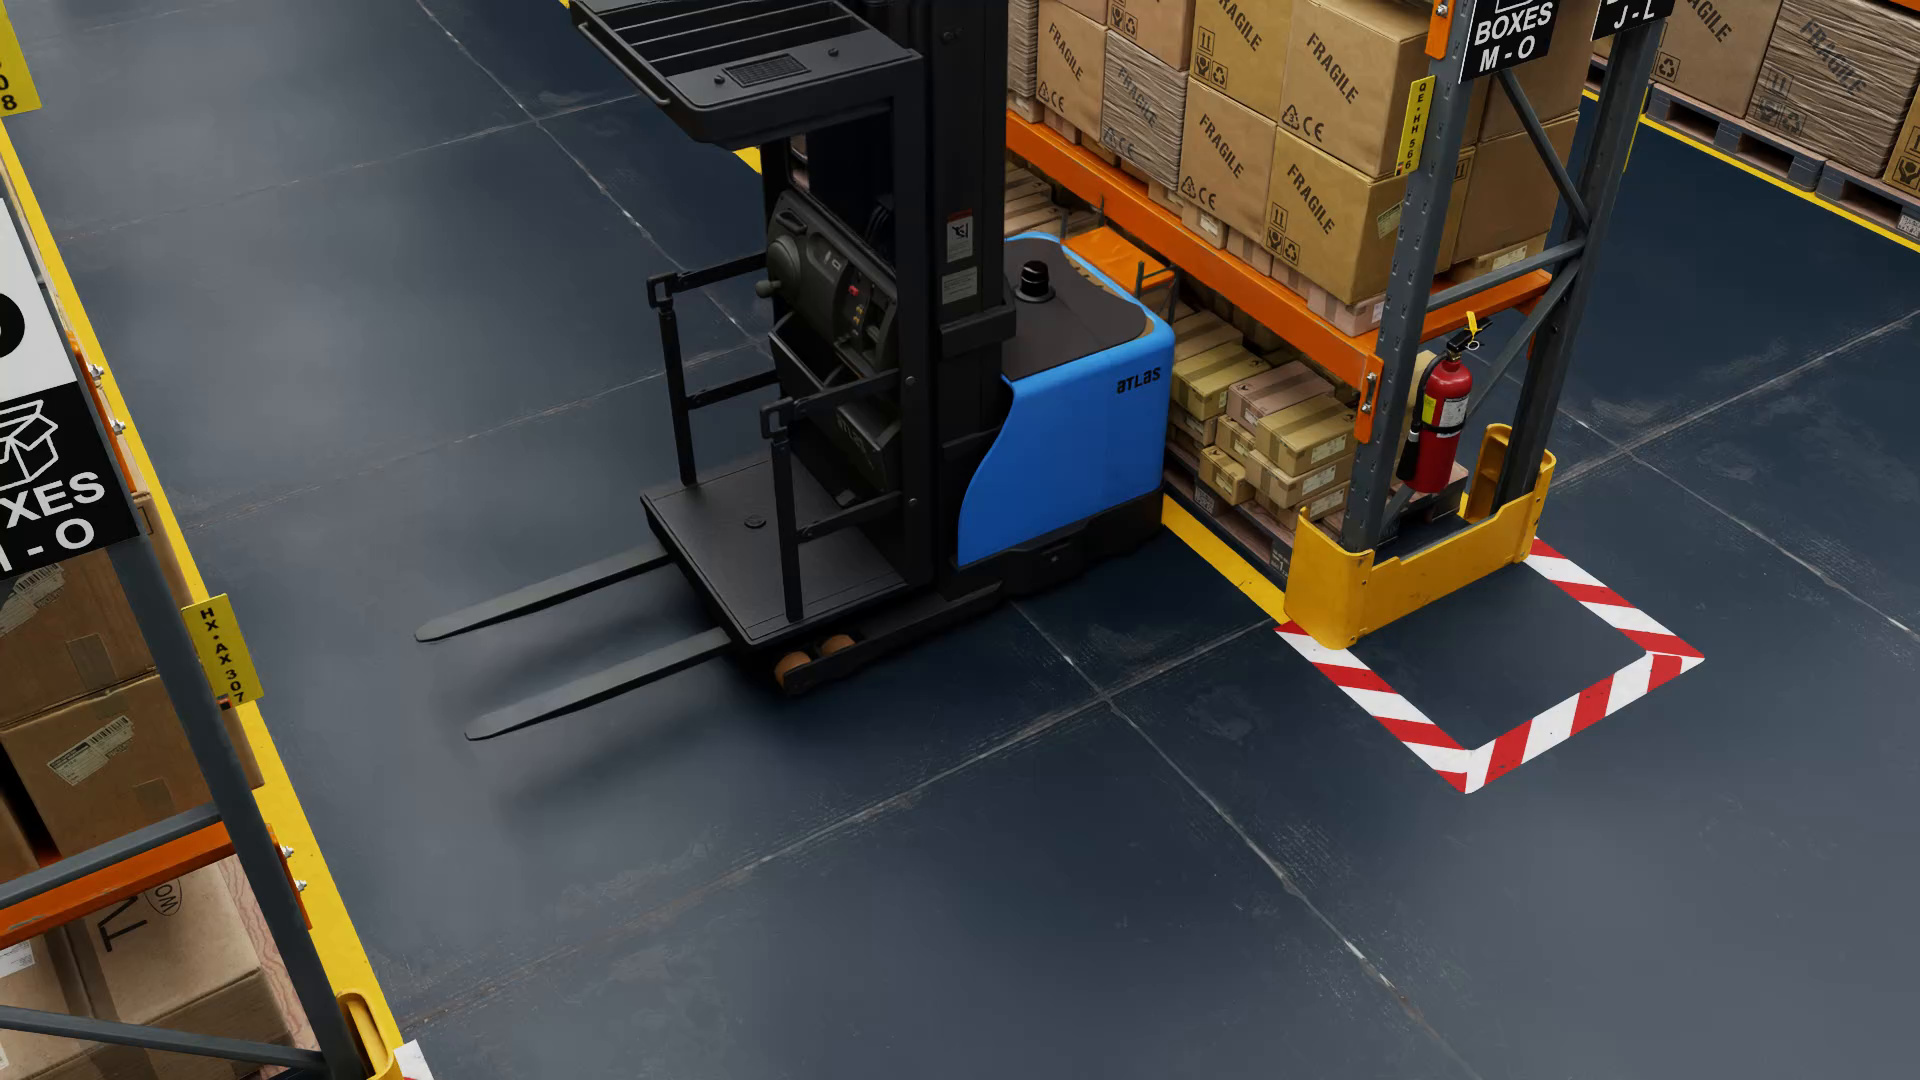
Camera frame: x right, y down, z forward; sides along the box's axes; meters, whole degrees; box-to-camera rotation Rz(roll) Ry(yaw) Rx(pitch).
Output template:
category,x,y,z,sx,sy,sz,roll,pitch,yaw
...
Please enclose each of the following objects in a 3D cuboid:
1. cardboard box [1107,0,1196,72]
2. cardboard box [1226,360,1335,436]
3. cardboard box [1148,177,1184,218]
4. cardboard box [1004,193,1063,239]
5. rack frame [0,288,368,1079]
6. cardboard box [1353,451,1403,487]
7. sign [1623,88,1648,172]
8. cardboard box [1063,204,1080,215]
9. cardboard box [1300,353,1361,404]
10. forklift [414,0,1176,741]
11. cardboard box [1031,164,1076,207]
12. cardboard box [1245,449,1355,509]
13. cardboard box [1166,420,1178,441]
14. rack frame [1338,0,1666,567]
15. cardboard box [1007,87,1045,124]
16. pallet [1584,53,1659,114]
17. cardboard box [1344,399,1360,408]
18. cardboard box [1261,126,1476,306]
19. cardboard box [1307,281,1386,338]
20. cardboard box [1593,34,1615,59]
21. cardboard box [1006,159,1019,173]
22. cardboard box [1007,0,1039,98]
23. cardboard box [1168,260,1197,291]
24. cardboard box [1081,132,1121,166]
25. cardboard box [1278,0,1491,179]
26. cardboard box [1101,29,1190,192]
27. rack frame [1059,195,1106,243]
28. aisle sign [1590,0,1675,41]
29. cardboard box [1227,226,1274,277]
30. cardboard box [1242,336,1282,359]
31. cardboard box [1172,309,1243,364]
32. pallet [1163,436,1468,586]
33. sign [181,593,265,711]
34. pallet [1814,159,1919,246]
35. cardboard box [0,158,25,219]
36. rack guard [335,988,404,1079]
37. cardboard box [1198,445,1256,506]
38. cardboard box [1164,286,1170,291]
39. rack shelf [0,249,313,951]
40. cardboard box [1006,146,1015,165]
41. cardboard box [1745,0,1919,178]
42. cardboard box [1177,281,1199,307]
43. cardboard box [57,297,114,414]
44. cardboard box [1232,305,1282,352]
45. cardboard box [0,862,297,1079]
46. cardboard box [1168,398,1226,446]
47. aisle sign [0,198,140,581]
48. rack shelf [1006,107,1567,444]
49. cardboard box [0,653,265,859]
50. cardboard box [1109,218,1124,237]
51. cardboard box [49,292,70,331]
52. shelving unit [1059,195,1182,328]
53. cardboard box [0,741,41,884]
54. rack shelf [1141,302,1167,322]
category,x,y,z,sx,sy,sz,roll,pitch,yaw
cardboard box,0.927,-2.193,6.447,0.500,0.500,0.500,-20,44,-22
cardboard box,1.358,-0.593,7.052,0.380,0.149,0.250,-21,44,-24
cardboard box,1.006,-1.486,6.886,0.380,0.149,0.250,-24,46,-26
cardboard box,0.306,-1.553,8.205,0.380,0.149,0.250,-21,44,-24
rack frame,-2.176,0.814,3.930,1.000,3.000,0.127,-22,45,-24
cardboard box,1.931,-0.403,7.290,0.380,0.149,0.250,-21,44,-24
sign,2.400,-1.464,5.987,0.100,0.325,0.005,-22,45,-24
cardboard box,0.750,-1.643,8.545,0.380,0.149,0.250,-21,44,-23
cardboard box,1.698,-0.746,7.236,0.380,0.149,0.250,-21,44,-24
forklift,-0.656,-0.909,6.052,3.031,2.935,1.130,-21,44,-23
cardboard box,0.587,-1.872,8.588,0.380,0.149,0.250,-21,44,-23
cardboard box,1.418,-0.311,6.947,0.380,0.149,0.250,-23,45,-25
cardboard box,1.047,-0.628,7.559,0.380,0.149,0.250,-22,44,-24
rack frame,1.943,-0.944,6.040,1.000,3.000,0.127,-22,45,-24
cardboard box,0.418,-2.047,7.560,0.380,0.149,0.250,-20,44,-23
pallet,4.371,-3.247,10.982,1.003,0.211,1.213,-22,45,-24
cardboard box,1.778,-0.663,7.369,0.380,0.149,0.250,-22,45,-25
cardboard box,1.484,-1.251,6.097,0.500,0.500,0.500,-21,44,-24
cardboard box,1.529,-0.926,6.215,0.380,0.149,0.250,-22,45,-24
cardboard box,4.316,-3.717,10.699,0.875,0.875,0.875,-22,45,-24
cardboard box,0.078,-1.852,8.563,0.380,0.149,0.250,-23,45,-25
cardboard box,0.358,-2.353,7.420,0.500,0.500,0.500,-23,45,-25
cardboard box,1.223,-1.342,7.952,0.380,0.149,0.250,-22,44,-24
cardboard box,0.754,-1.789,7.251,0.380,0.149,0.250,-21,44,-24
cardboard box,1.487,-1.642,5.786,0.500,0.500,0.500,-23,45,-25
cardboard box,0.931,-1.801,6.758,0.500,0.500,0.500,-22,45,-24
rack frame,0.501,-0.979,7.439,0.240,1.200,0.015,-24,48,-28
aisle sign,2.235,-2.007,5.284,0.394,0.787,0.004,-22,45,-24
cardboard box,1.280,-1.204,6.548,0.380,0.149,0.250,-23,45,-25
cardboard box,1.525,-0.940,7.702,0.380,0.149,0.250,-21,44,-23
cardboard box,1.026,-0.850,7.362,0.380,0.149,0.250,-24,45,-26
pallet,1.495,-0.365,7.523,1.003,0.211,1.213,-22,45,-24
sign,-1.705,0.263,3.853,0.100,0.325,0.005,-22,45,-24
pallet,5.683,-1.930,9.402,1.003,0.211,1.213,-22,45,-24
cardboard box,-3.030,-0.786,4.991,0.500,0.500,0.500,-22,45,-24
rack guard,-2.163,1.788,4.714,1.175,0.500,0.348,-22,45,-24
cardboard box,1.260,-0.327,7.198,0.380,0.149,0.250,-21,44,-23
cardboard box,0.786,-1.157,7.729,0.380,0.149,0.250,-24,45,-26
rack shelf,-3.252,0.011,5.455,1.077,0.370,4.000,-22,45,-24
cardboard box,0.374,-2.171,8.947,0.380,0.149,0.250,-22,44,-24
cardboard box,5.278,-2.751,9.540,0.875,0.875,0.875,-22,45,-24
cardboard box,1.122,-1.183,7.993,0.380,0.149,0.250,-20,44,-22
cardboard box,-2.478,-0.242,4.338,0.500,0.500,0.500,-23,45,-26
cardboard box,1.467,-1.031,7.579,0.380,0.149,0.250,-24,46,-26
cardboard box,-2.616,1.315,5.002,0.875,0.438,0.875,-24,45,-26
cardboard box,1.138,-0.591,7.283,0.380,0.149,0.250,-24,45,-26
aisle sign,-1.893,-0.245,3.171,0.394,0.787,0.004,-22,45,-24
rack shelf,0.867,-1.747,7.566,1.077,0.370,4.000,-22,45,-24
cardboard box,-2.192,0.418,4.327,0.500,0.500,0.500,-23,45,-25
cardboard box,0.966,-1.617,8.281,0.380,0.149,0.250,-24,45,-26
cardboard box,-2.378,-0.441,4.070,0.380,0.149,0.250,-21,44,-23
shelving unit,0.646,-0.845,7.297,0.258,1.200,0.503,-24,48,-28
cardboard box,-2.659,0.607,4.101,0.500,0.500,0.500,-22,45,-24
rack shelf,0.654,-0.962,7.194,0.258,0.148,0.480,-24,48,-28
